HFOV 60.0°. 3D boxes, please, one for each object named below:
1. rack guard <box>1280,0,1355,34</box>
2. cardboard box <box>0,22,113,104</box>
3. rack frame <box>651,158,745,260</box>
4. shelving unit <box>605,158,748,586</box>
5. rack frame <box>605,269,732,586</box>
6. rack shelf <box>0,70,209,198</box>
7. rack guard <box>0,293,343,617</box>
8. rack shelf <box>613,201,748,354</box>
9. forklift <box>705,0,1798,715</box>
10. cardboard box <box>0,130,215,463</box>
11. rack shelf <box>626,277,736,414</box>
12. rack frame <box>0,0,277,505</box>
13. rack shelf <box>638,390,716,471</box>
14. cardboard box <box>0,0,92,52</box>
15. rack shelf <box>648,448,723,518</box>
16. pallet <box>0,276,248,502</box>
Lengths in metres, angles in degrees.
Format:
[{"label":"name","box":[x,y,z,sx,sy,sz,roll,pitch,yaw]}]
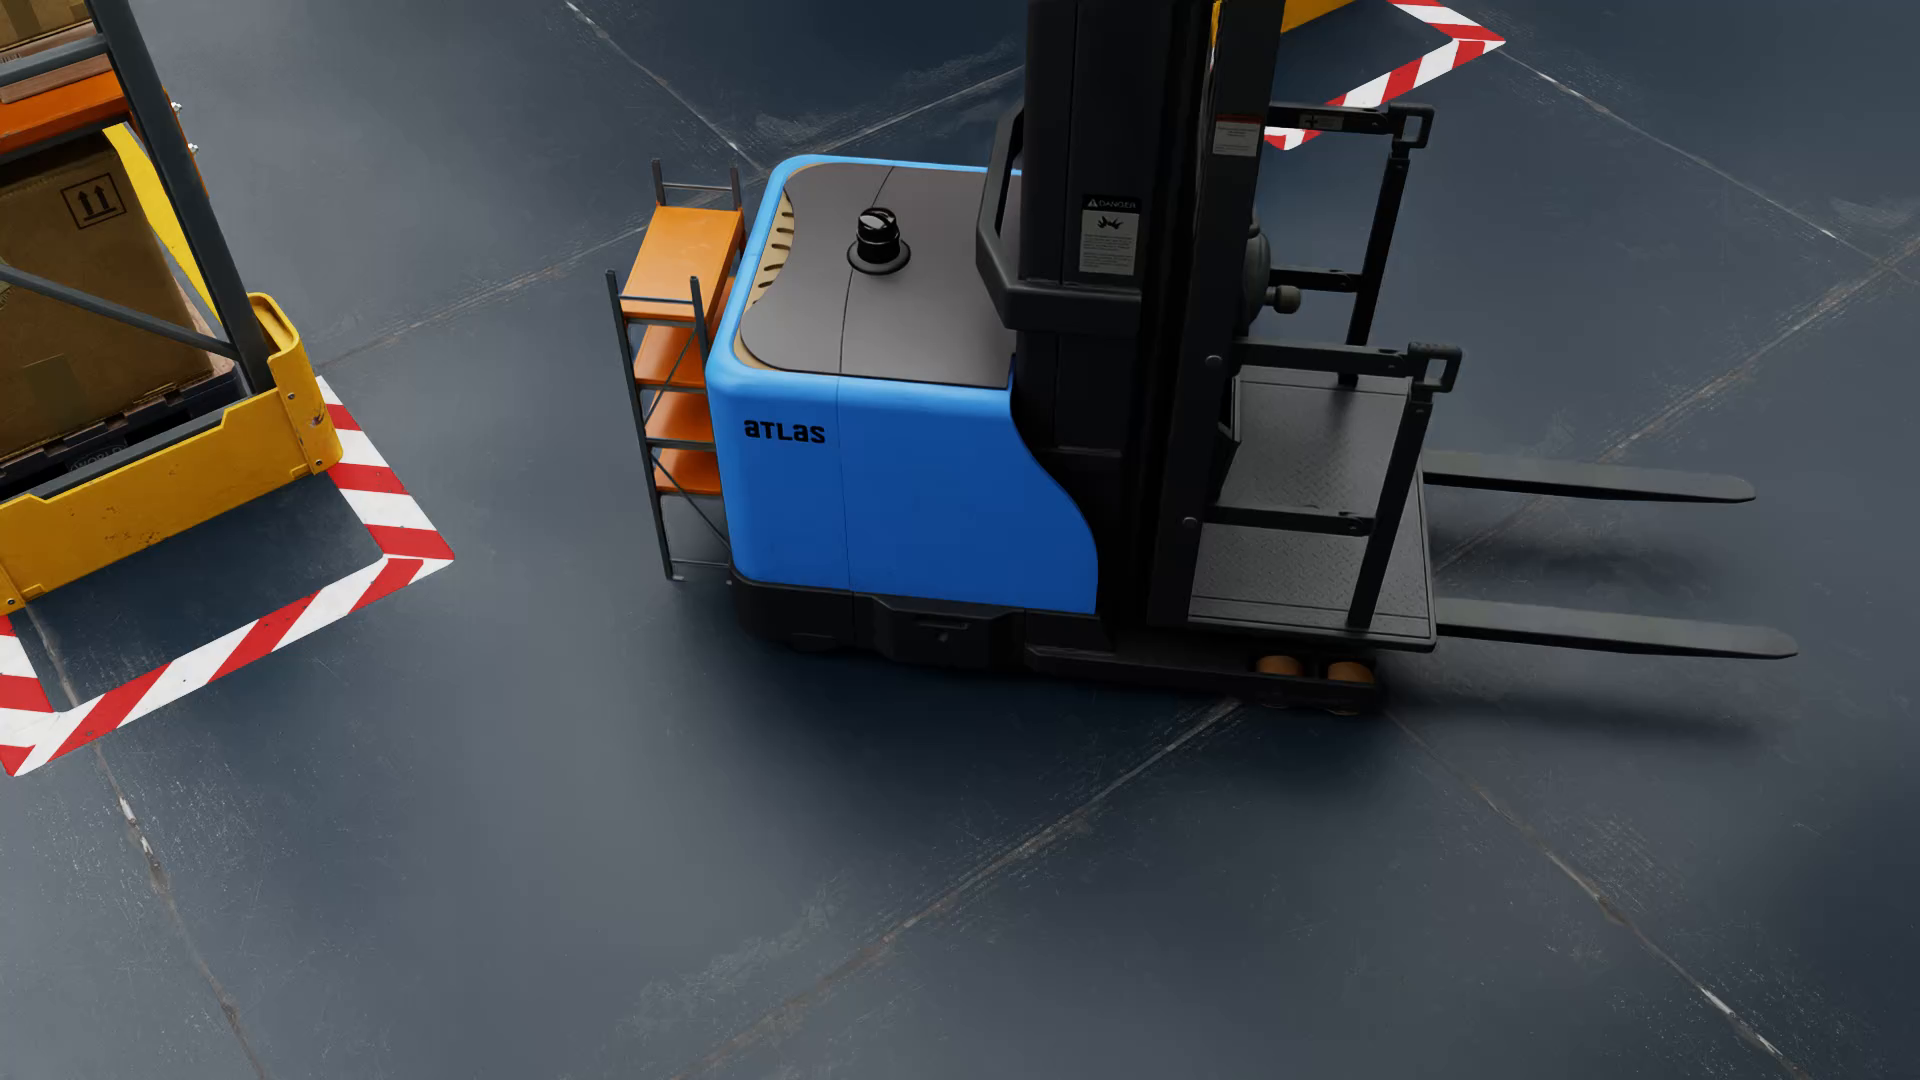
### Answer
[{"label":"rack guard","box":[1.367,-2.503,7.181,1.175,0.500,0.348,-29,54,-24]},{"label":"cardboard box","box":[-2.552,-1.402,4.666,0.380,0.149,0.250,-29,54,-24]},{"label":"rack frame","box":[-0.731,-0.634,5.015,0.240,1.200,0.015,5,48,4]},{"label":"shelving unit","box":[-0.759,-0.455,4.852,0.258,1.200,0.503,5,48,4]},{"label":"rack frame","box":[-0.787,-0.275,4.690,0.240,1.200,0.015,5,48,4]},{"label":"rack shelf","box":[-3.811,-2.067,5.584,1.077,0.370,4.000,-29,54,-24]},{"label":"rack guard","box":[-2.585,-0.275,5.162,1.175,0.500,0.348,-29,54,-24]},{"label":"rack shelf","box":[-0.759,-0.719,4.561,0.258,0.148,0.480,5,48,4]},{"label":"forklift","box":[0.890,-0.901,4.088,3.031,2.935,1.130,5,48,5]},{"label":"cardboard box","box":[-3.051,-0.898,5.190,0.875,0.875,0.875,-29,54,-24]},{"label":"rack shelf","box":[-0.759,-0.560,4.736,0.258,0.148,0.480,5,48,4]},{"label":"rack frame","box":[-2.600,-1.129,4.249,1.000,3.000,0.127,-29,54,-24]},{"label":"rack shelf","box":[-0.759,-0.410,4.902,0.258,0.148,0.480,5,48,4]},{"label":"cardboard box","box":[-2.675,-1.583,4.560,0.500,0.250,0.500,-31,55,-25]},{"label":"rack shelf","box":[-0.759,-0.276,5.049,0.258,0.148,0.480,5,48,4]},{"label":"pallet","box":[-3.146,-0.629,5.677,1.003,0.211,1.213,-29,54,-24]}]
